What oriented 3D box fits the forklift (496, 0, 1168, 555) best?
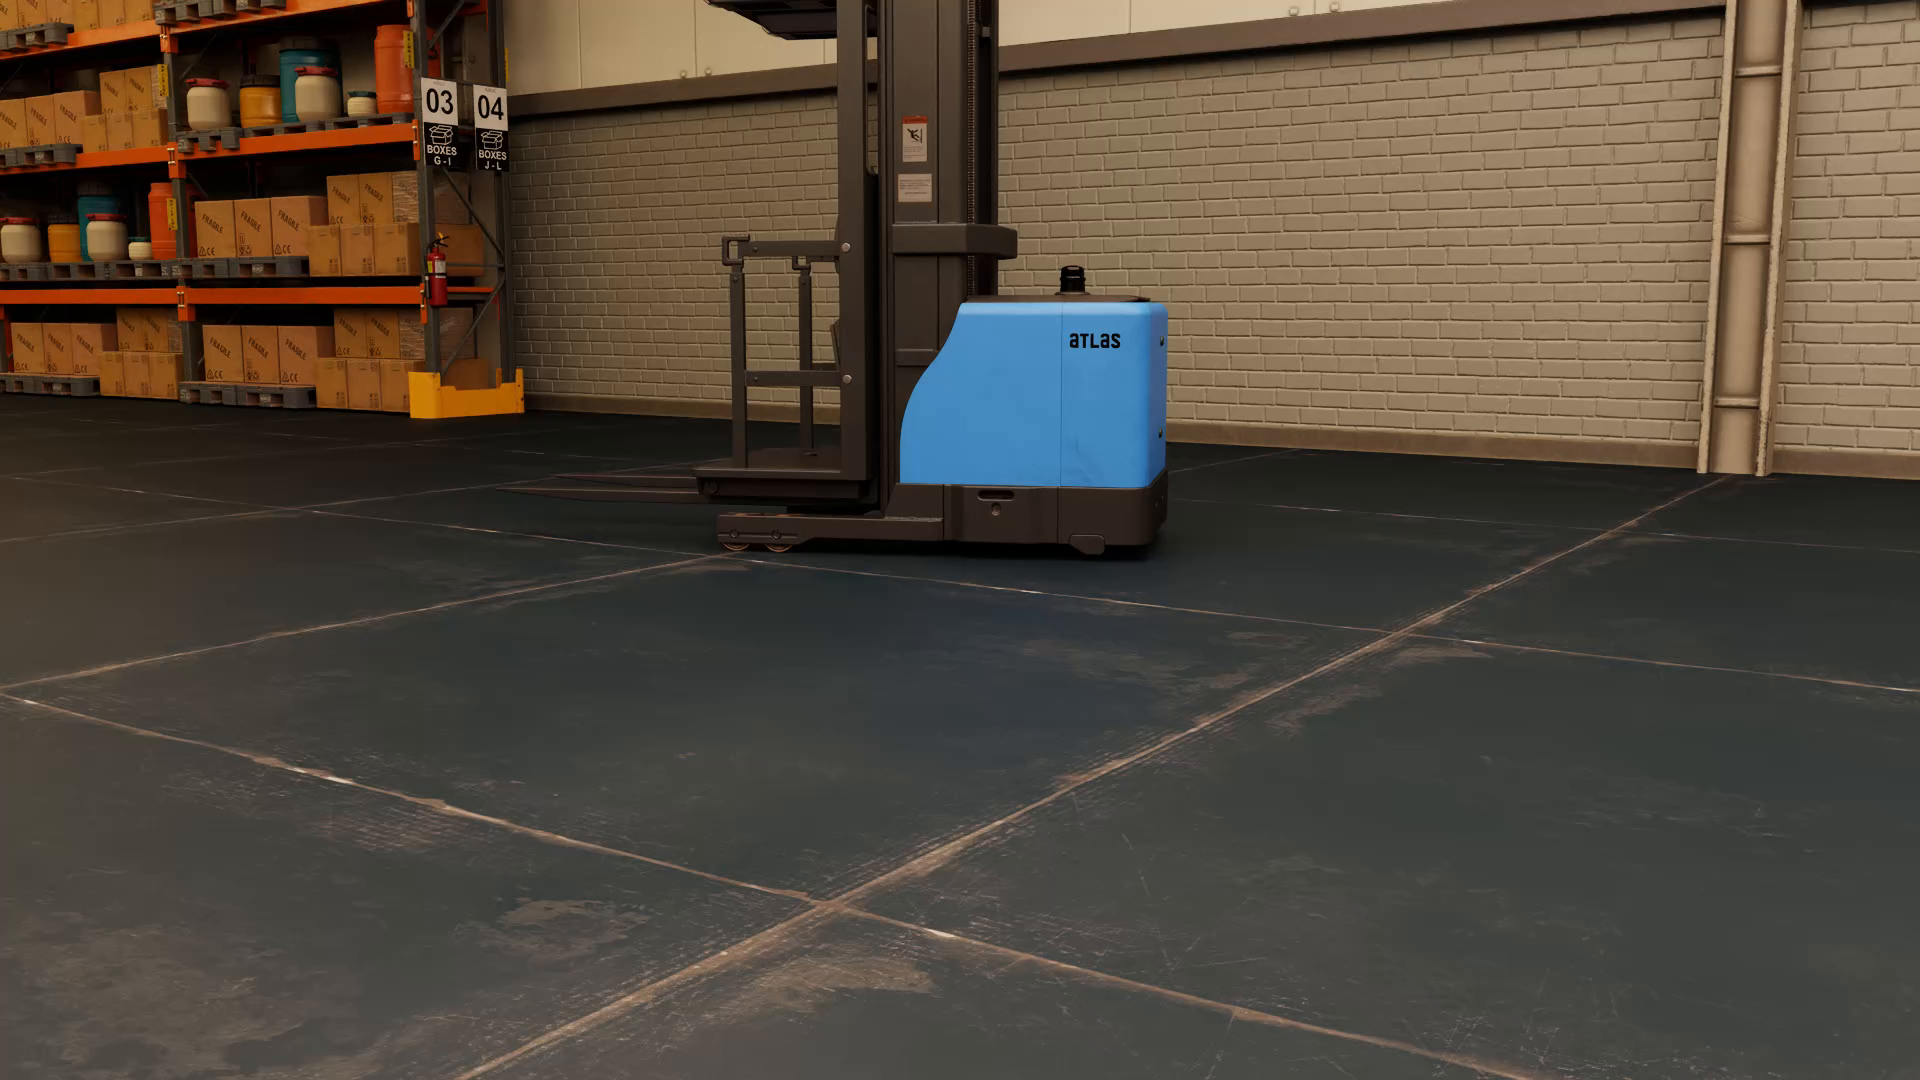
[{"bbox_3d":[-0.596,-1.469,7.520,3.031,2.935,1.130,2,8,12],"label":"forklift"}]
